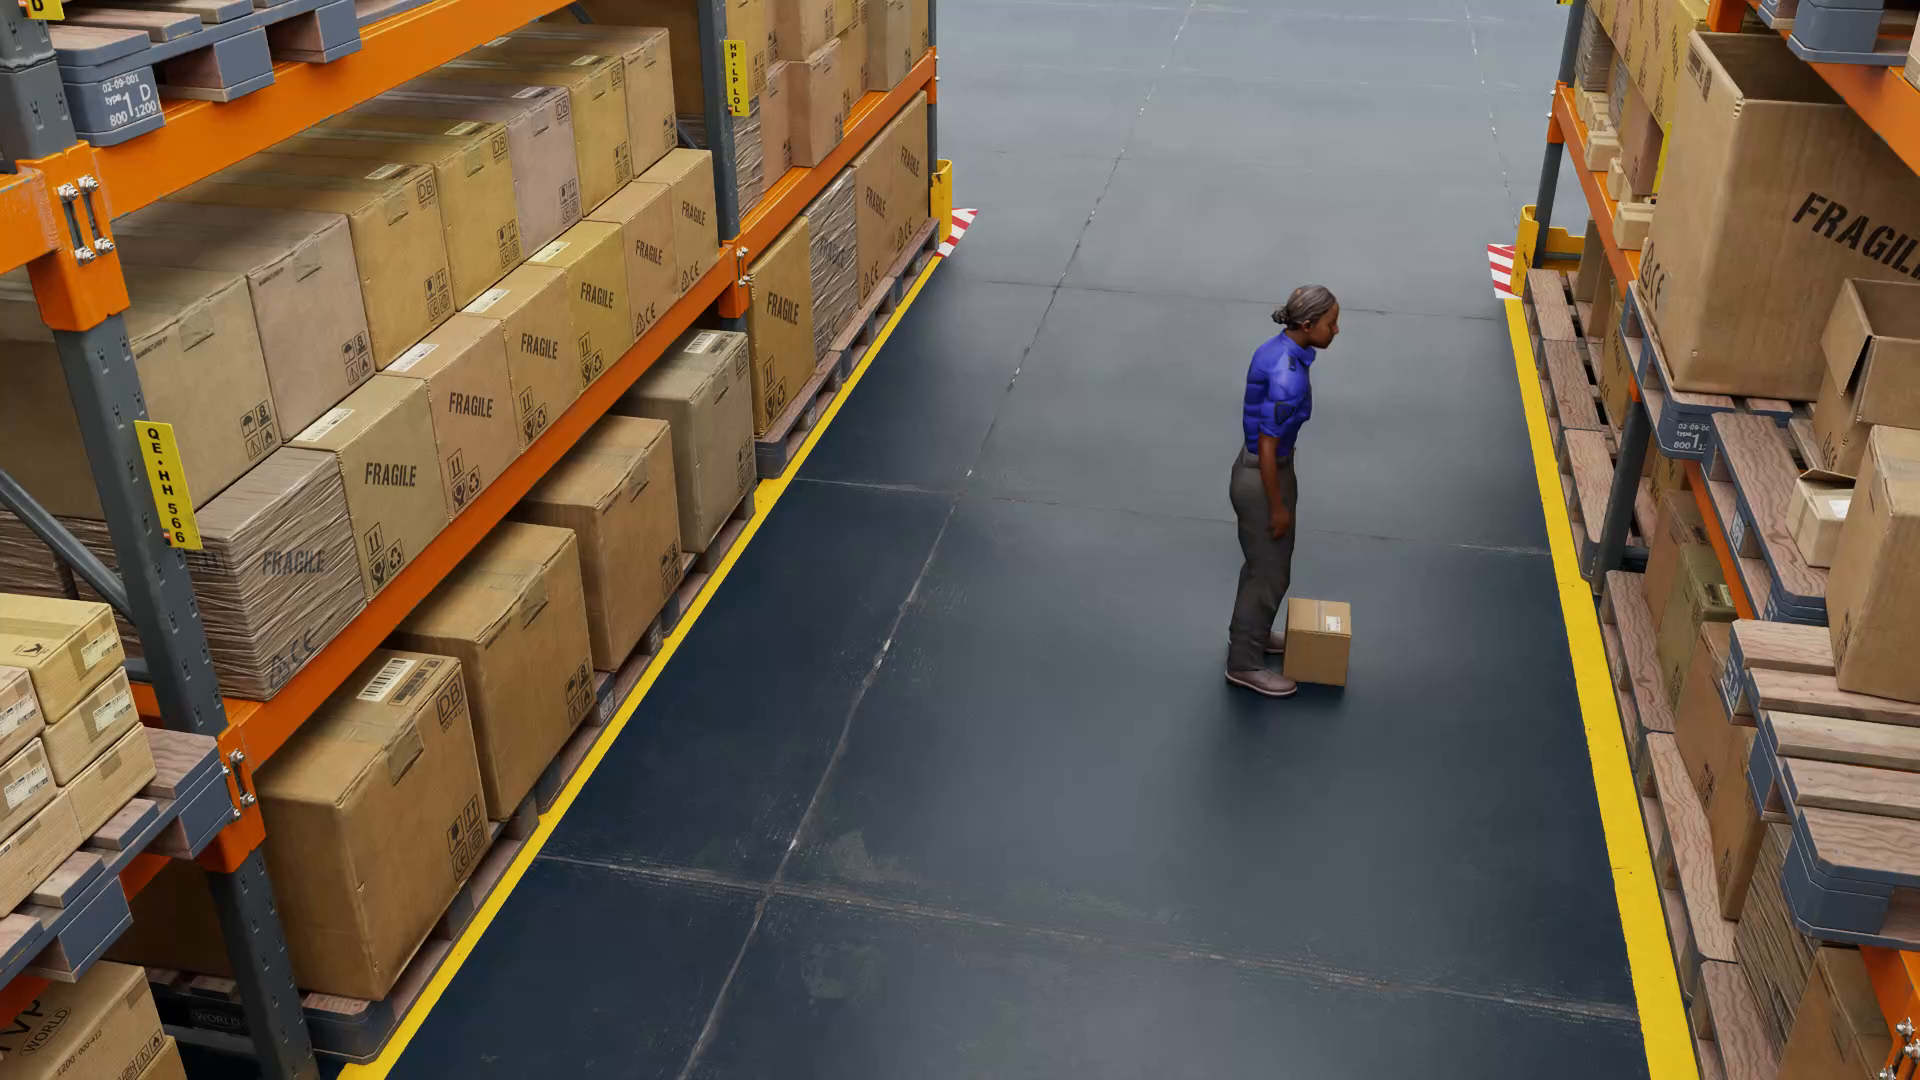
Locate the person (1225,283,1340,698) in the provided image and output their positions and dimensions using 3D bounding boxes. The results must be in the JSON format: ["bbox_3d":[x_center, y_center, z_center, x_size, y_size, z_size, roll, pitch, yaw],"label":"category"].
[{"bbox_3d":[1.236,-0.215,6.519,0.352,1.654,0.512,6,29,10],"label":"person"}]
